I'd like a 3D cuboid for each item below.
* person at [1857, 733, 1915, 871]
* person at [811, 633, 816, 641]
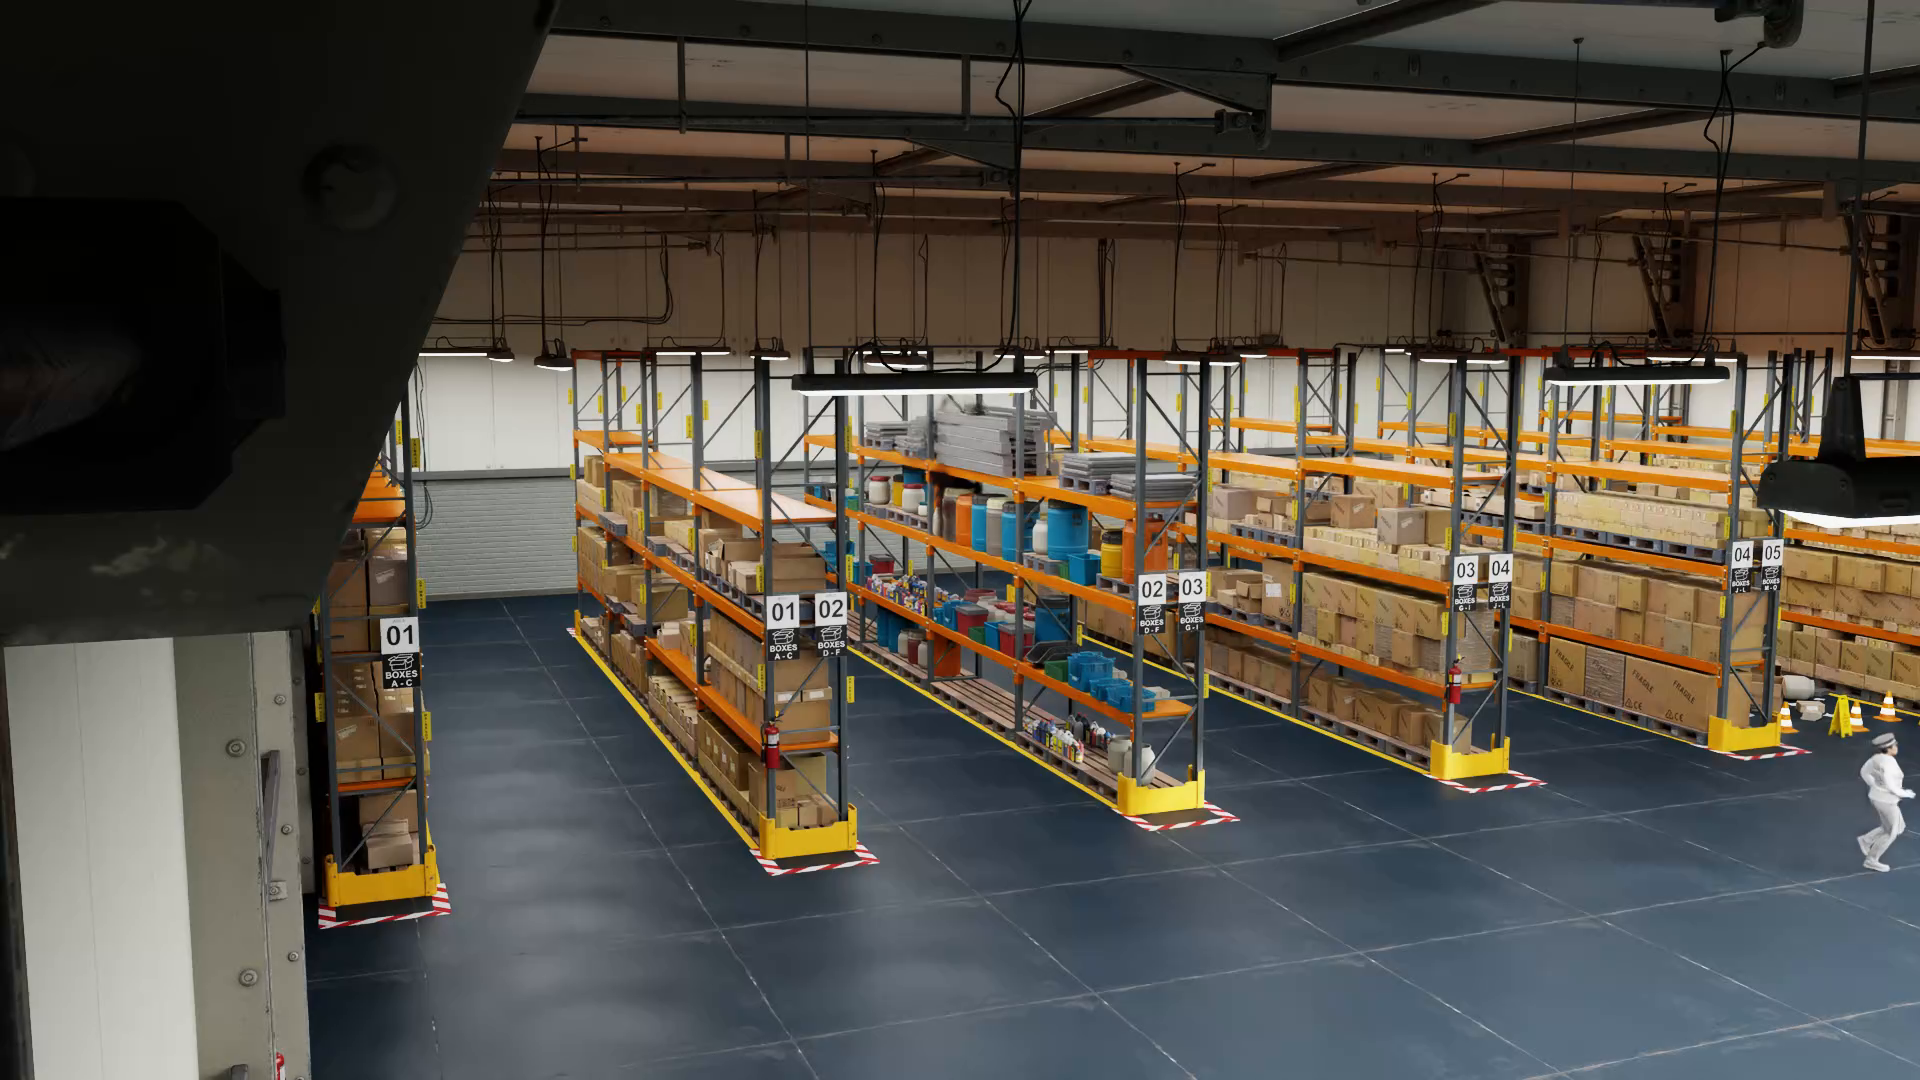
[{"bbox_3d":[10.946,3.083,19.620,0.541,1.659,0.607,2,7,12],"label":"person"},{"bbox_3d":[-2.539,1.522,30.109,0.601,1.674,0.901,-3,8,-23],"label":"person"}]
